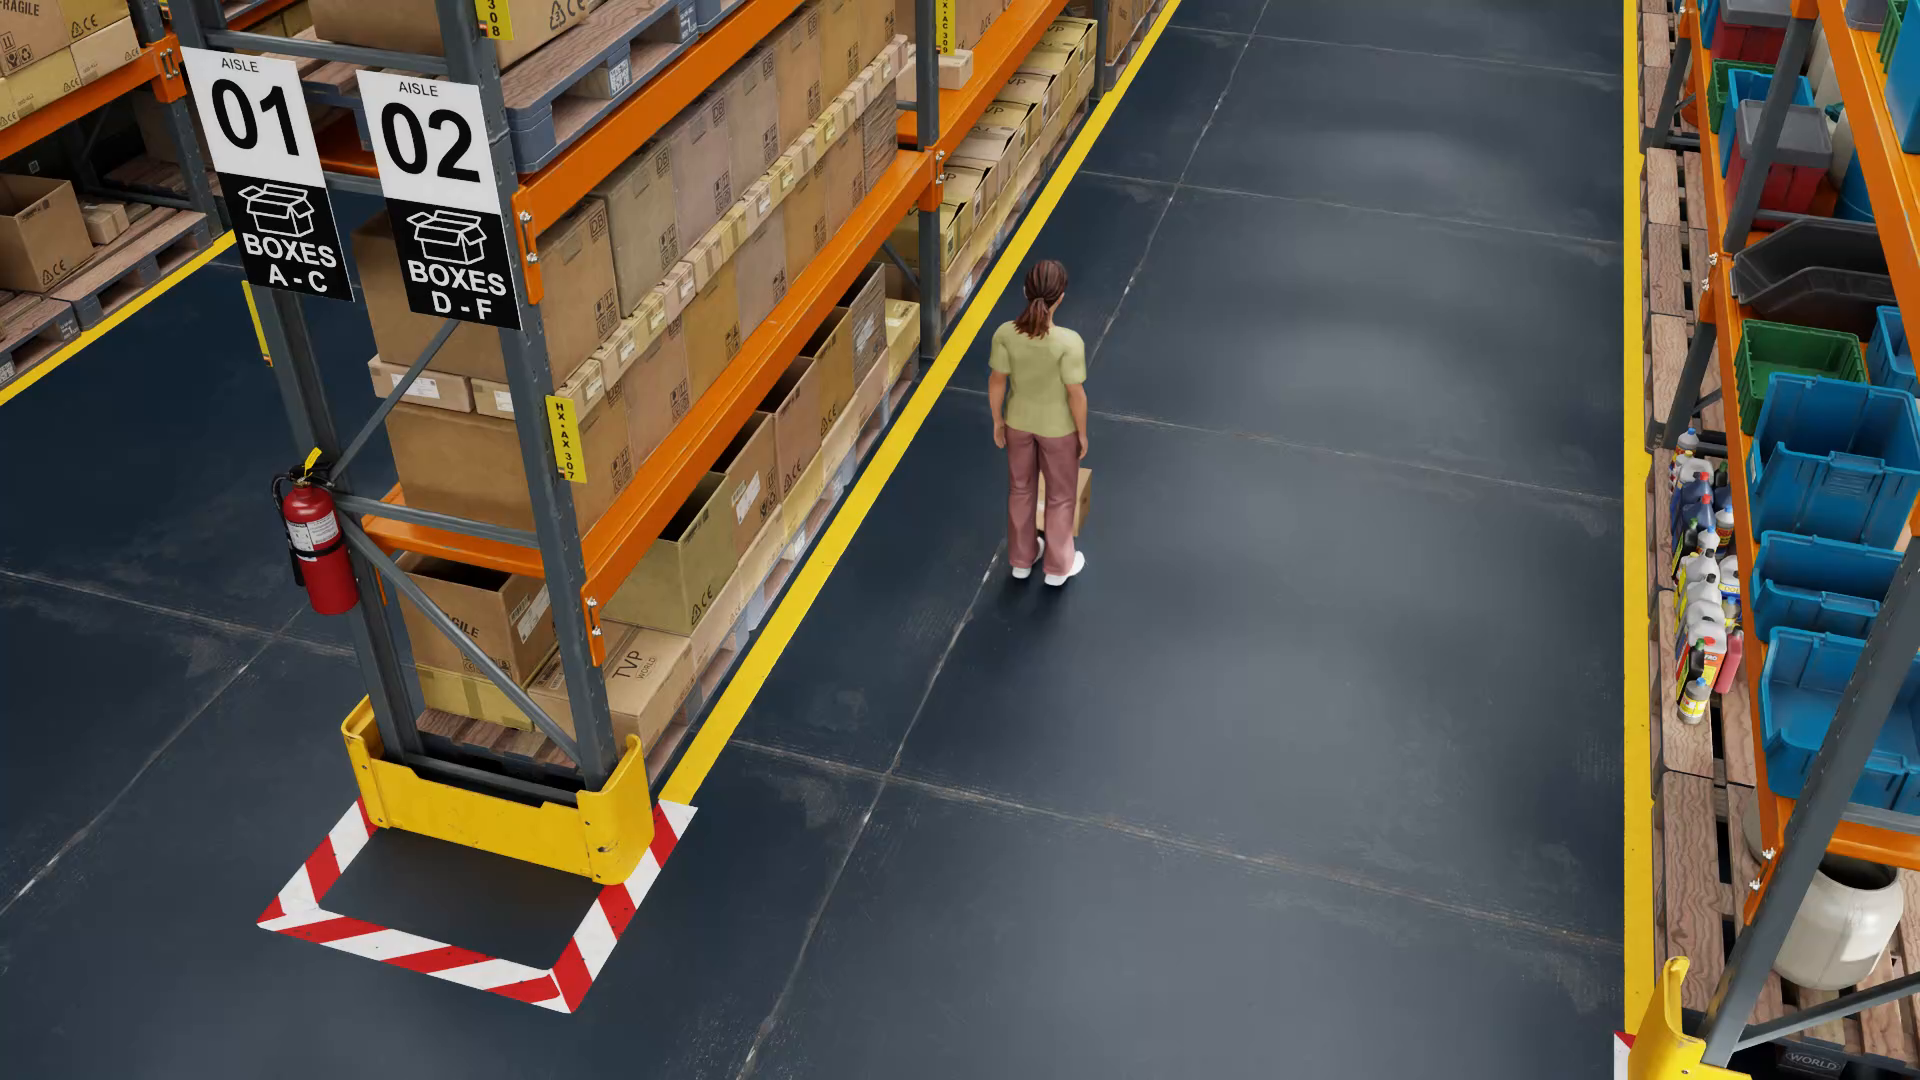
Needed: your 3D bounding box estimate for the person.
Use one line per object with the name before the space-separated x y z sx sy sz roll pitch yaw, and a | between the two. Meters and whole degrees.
person | 0.369 -0.500 7.545 0.454 1.678 0.424 14 39 18
